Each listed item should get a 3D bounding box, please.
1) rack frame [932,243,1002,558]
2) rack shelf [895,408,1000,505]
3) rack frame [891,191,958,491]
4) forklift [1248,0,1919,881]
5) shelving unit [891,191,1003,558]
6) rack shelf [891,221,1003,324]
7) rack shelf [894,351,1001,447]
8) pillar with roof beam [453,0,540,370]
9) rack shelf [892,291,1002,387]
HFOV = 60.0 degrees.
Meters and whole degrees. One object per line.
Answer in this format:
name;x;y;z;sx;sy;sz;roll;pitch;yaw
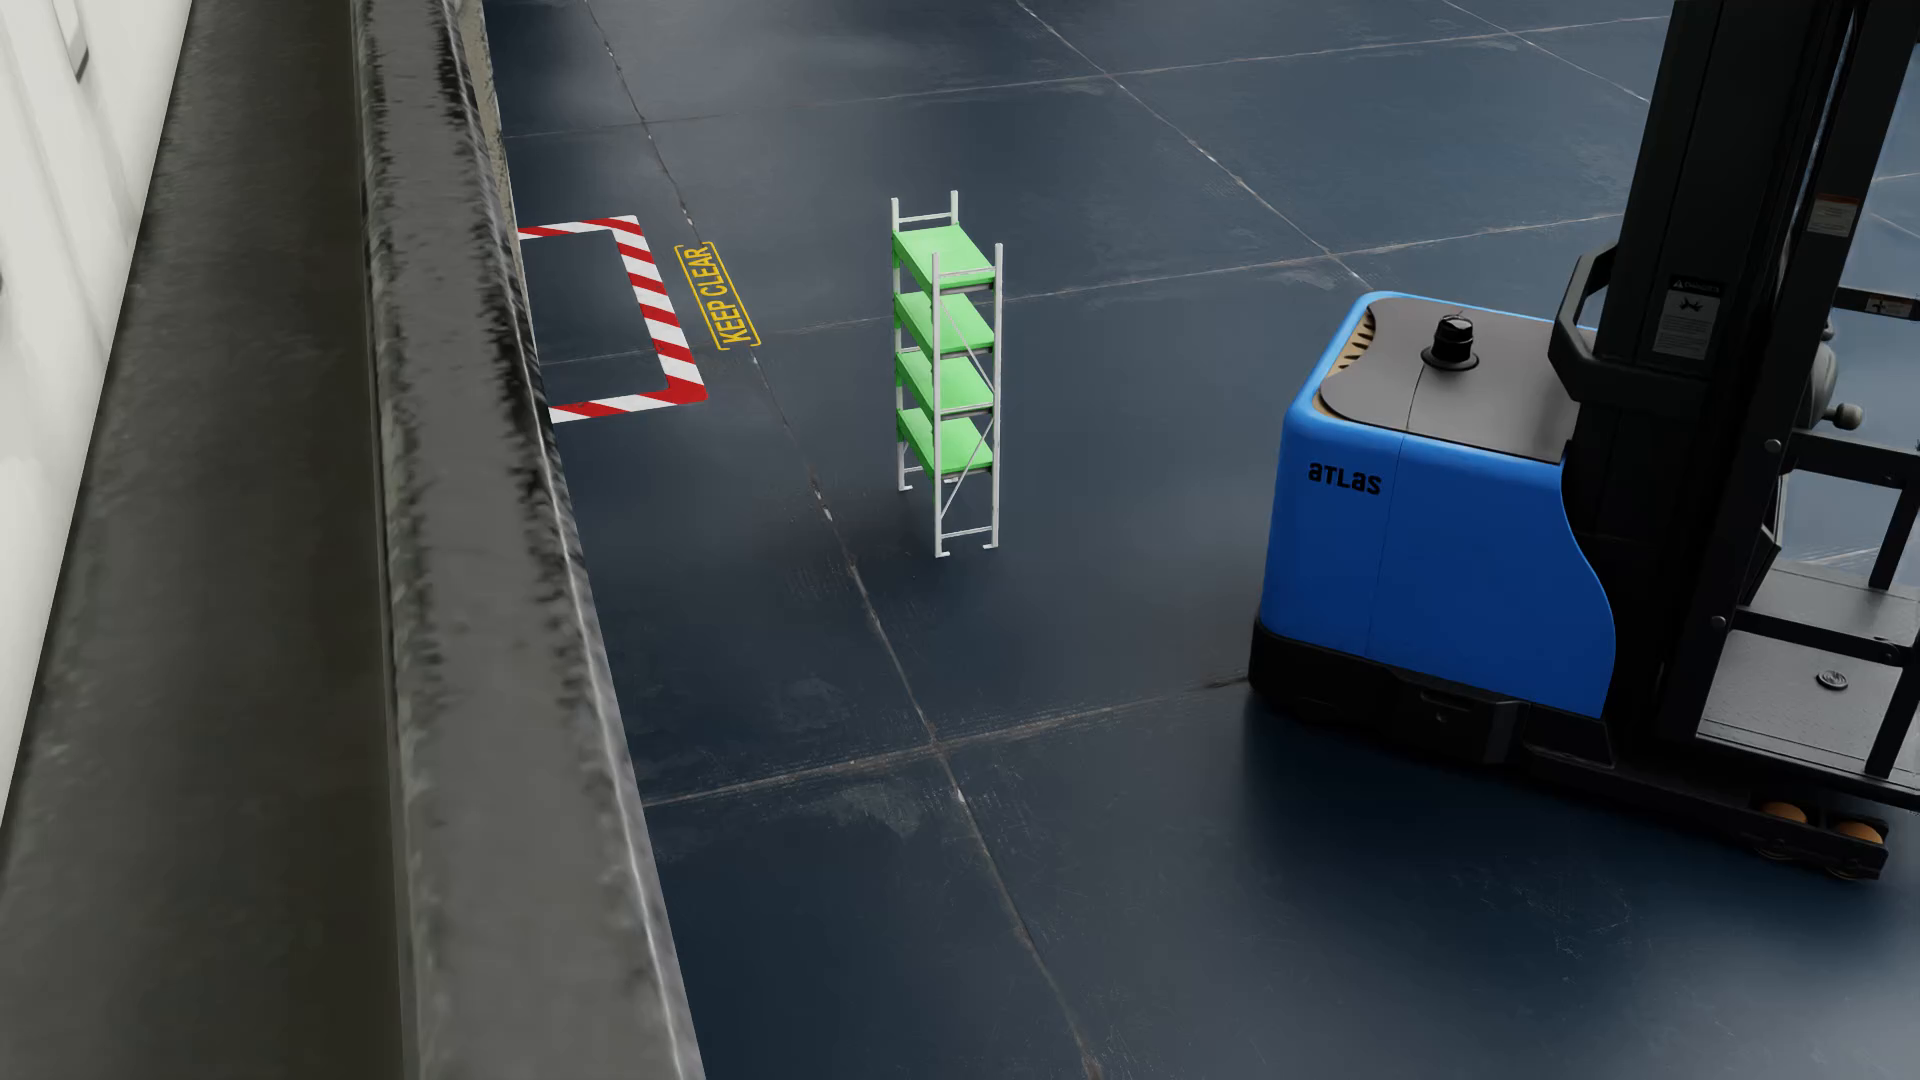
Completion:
rack frame;0.024;-0.459;5.810;0.240;1.200;0.015;-10;35;-15
rack shelf;-0.050;-0.334;6.172;0.258;0.148;0.480;-10;35;-15
rack frame;-0.125;-0.716;6.198;0.240;1.200;0.015;-10;35;-15
forklift;2.492;-0.589;4.436;3.031;2.935;1.130;14;36;21
shelving unit;-0.050;-0.587;6.004;0.258;1.200;0.503;-10;35;-15
rack shelf;-0.050;-0.935;5.775;0.258;0.148;0.480;-10;35;-15
rack shelf;-0.050;-0.534;6.039;0.258;0.148;0.480;-10;35;-15
pillar with roof beam;2.897;-3.635;3.543;9.100;9.000;0.400;-10;35;-15
rack shelf;-0.050;-0.734;5.907;0.258;0.148;0.480;-10;35;-15
